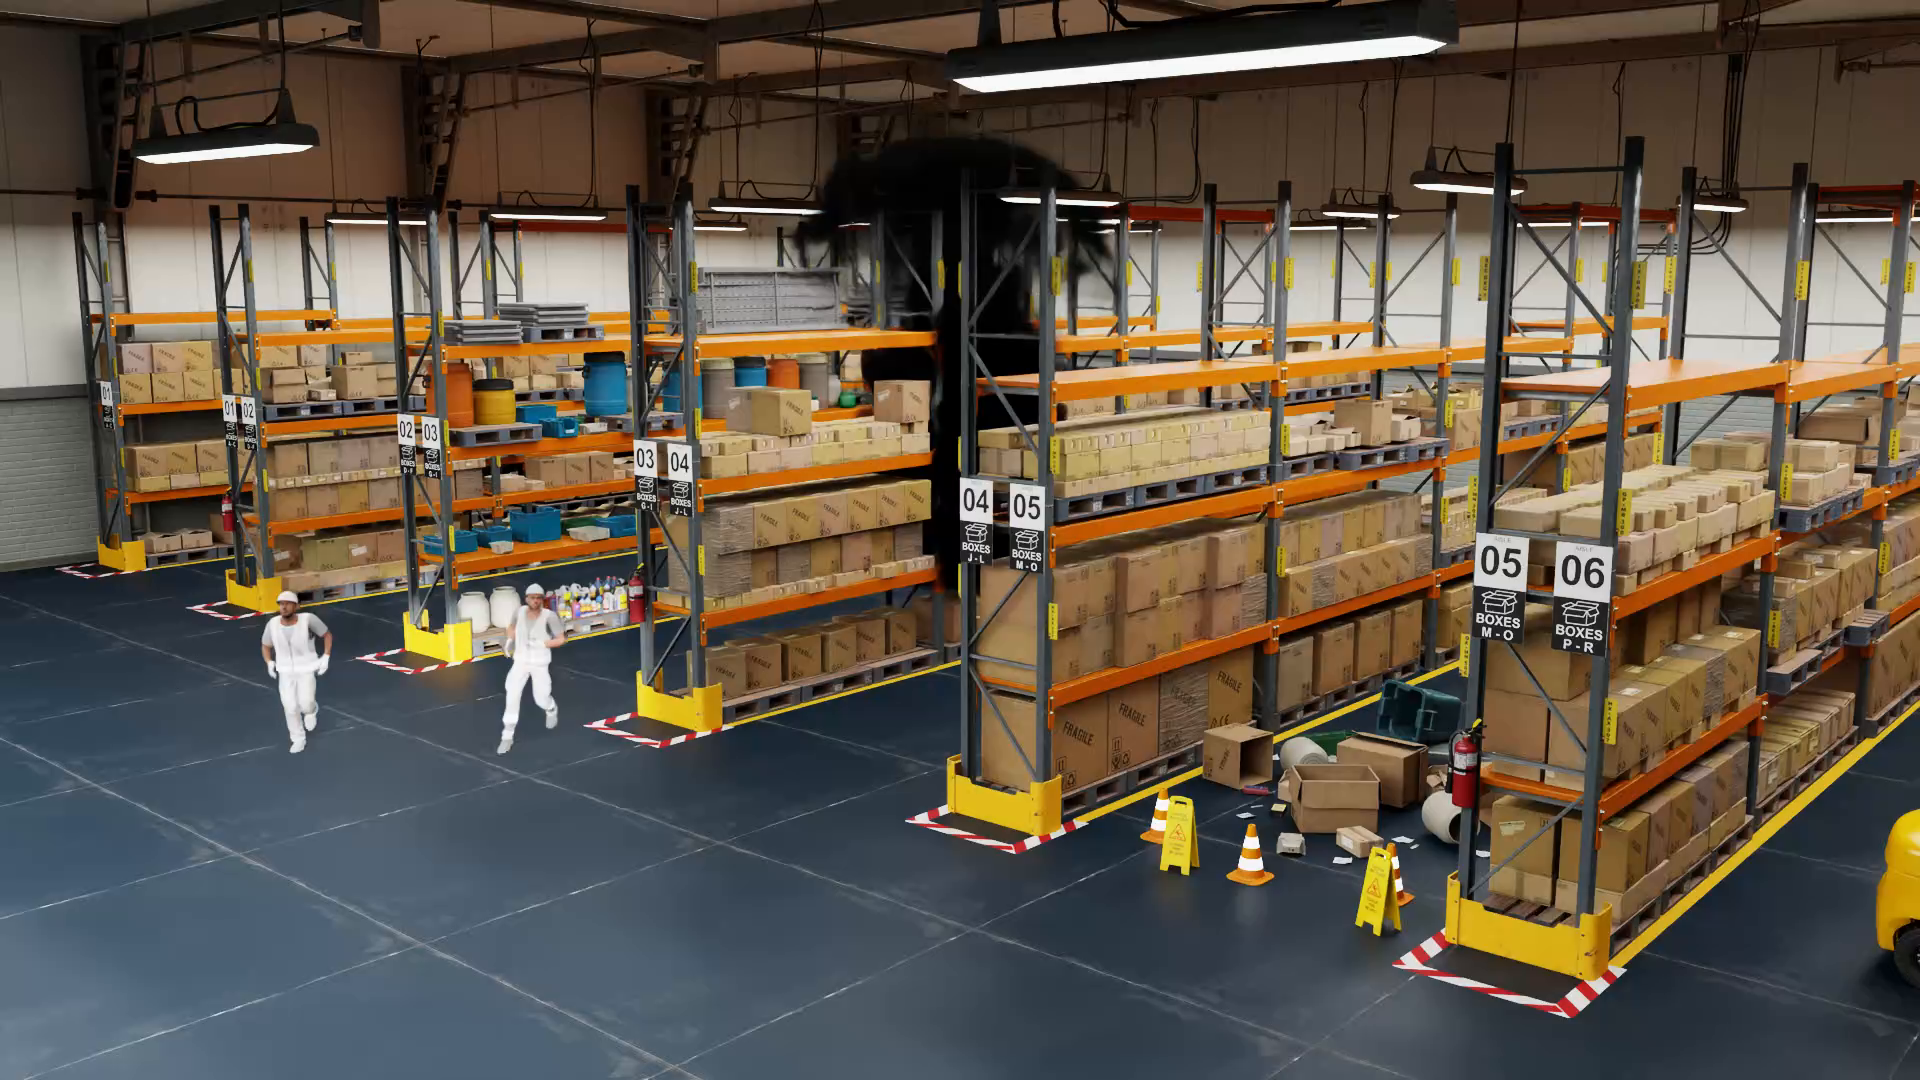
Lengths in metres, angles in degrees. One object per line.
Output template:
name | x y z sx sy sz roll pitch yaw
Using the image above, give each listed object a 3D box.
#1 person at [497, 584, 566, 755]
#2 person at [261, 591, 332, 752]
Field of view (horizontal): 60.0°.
person | -4.597 1.338 17.985 0.684 1.765 0.963 0 9 3
person | -7.071 1.391 17.742 0.702 1.744 0.670 -1 10 -8
